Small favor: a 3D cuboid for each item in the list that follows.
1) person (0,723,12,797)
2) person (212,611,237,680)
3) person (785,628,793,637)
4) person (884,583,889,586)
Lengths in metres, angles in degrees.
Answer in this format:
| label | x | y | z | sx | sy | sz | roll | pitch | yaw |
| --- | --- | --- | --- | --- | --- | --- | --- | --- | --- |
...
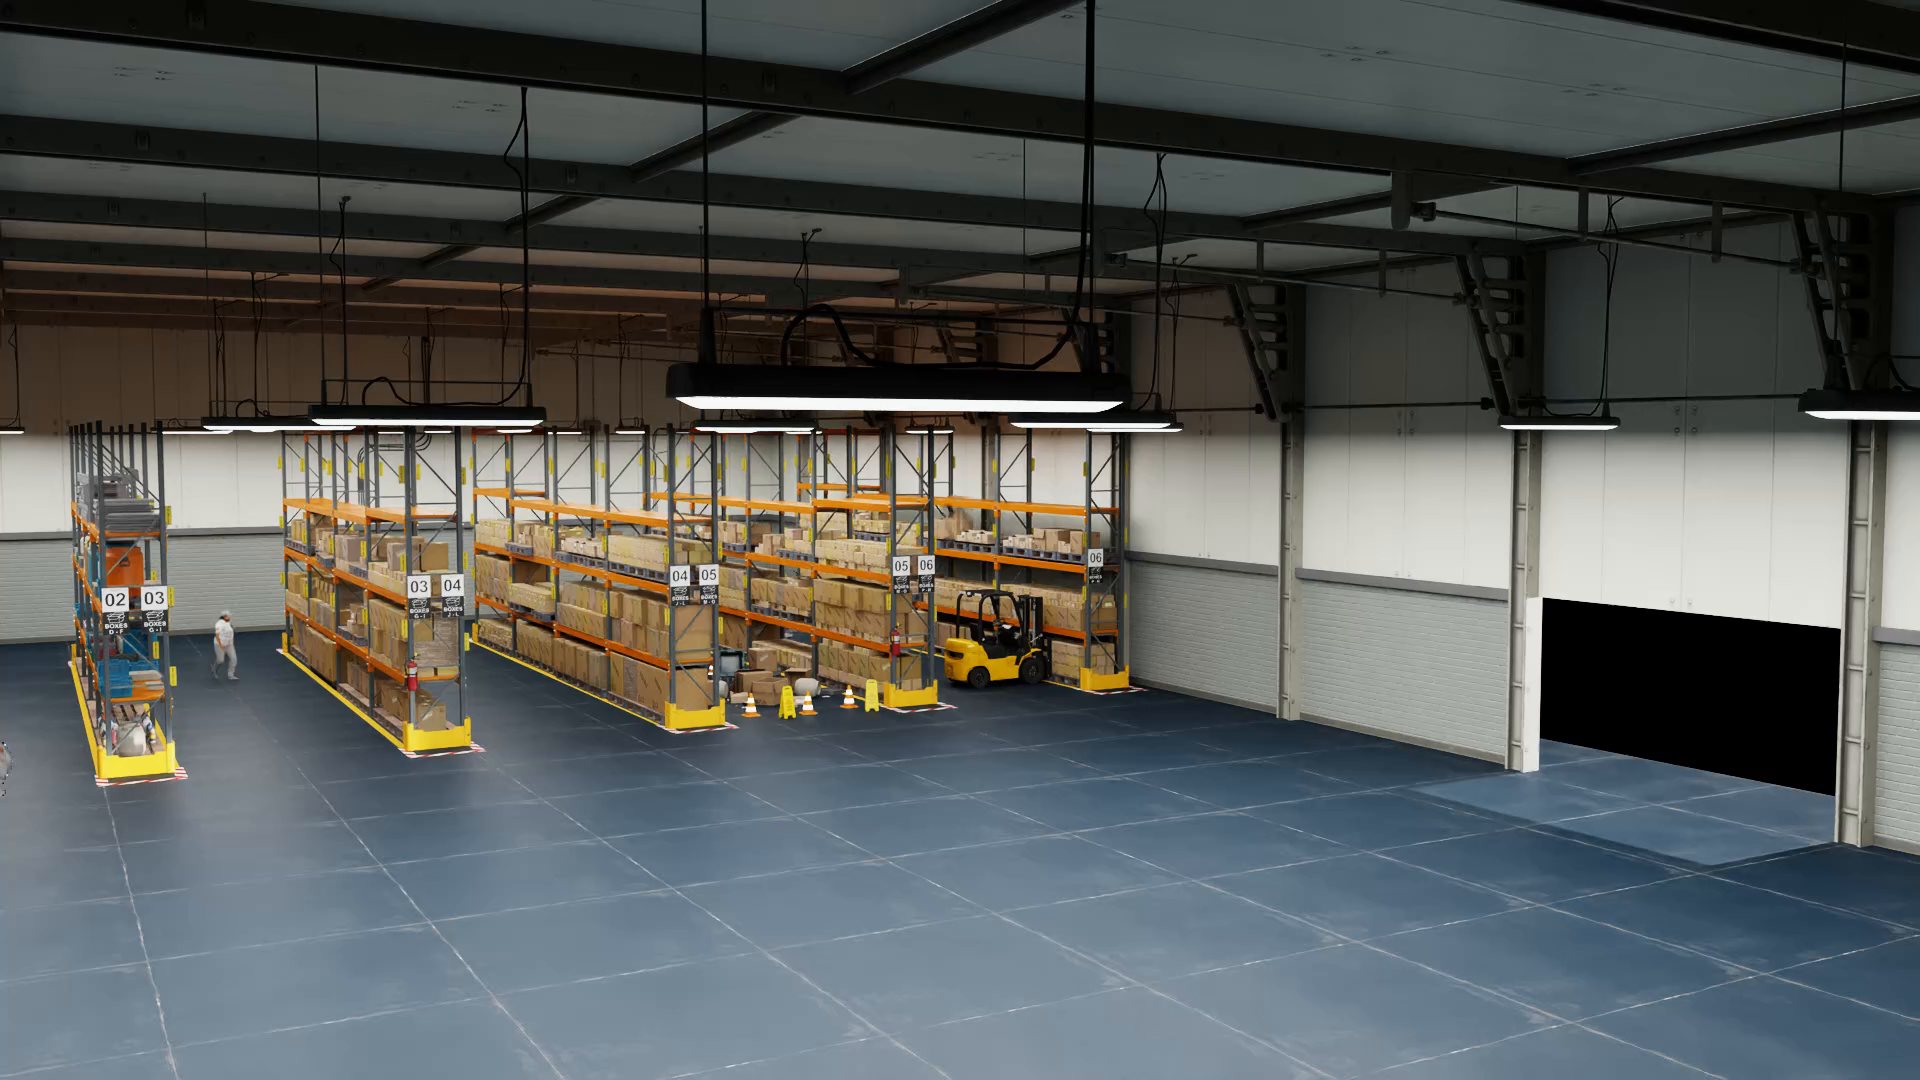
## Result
| label | x | y | z | sx | sy | sz | roll | pitch | yaw |
| --- | --- | --- | --- | --- | --- | --- | --- | --- | --- |
| person | -15.301 | 3.259 | 26.271 | 0.495 | 1.704 | 0.462 | -1 | 4 | -20 |
| person | -17.386 | 2.494 | 39.342 | 0.613 | 1.639 | 0.550 | 2 | 4 | 27 |
| person | -4.959 | 1.969 | 47.712 | 0.373 | 1.607 | 0.425 | -3 | 5 | -42 |
| person | -1.752 | 1.970 | 41.887 | 0.570 | 1.773 | 0.467 | 1 | 4 | 10 |
